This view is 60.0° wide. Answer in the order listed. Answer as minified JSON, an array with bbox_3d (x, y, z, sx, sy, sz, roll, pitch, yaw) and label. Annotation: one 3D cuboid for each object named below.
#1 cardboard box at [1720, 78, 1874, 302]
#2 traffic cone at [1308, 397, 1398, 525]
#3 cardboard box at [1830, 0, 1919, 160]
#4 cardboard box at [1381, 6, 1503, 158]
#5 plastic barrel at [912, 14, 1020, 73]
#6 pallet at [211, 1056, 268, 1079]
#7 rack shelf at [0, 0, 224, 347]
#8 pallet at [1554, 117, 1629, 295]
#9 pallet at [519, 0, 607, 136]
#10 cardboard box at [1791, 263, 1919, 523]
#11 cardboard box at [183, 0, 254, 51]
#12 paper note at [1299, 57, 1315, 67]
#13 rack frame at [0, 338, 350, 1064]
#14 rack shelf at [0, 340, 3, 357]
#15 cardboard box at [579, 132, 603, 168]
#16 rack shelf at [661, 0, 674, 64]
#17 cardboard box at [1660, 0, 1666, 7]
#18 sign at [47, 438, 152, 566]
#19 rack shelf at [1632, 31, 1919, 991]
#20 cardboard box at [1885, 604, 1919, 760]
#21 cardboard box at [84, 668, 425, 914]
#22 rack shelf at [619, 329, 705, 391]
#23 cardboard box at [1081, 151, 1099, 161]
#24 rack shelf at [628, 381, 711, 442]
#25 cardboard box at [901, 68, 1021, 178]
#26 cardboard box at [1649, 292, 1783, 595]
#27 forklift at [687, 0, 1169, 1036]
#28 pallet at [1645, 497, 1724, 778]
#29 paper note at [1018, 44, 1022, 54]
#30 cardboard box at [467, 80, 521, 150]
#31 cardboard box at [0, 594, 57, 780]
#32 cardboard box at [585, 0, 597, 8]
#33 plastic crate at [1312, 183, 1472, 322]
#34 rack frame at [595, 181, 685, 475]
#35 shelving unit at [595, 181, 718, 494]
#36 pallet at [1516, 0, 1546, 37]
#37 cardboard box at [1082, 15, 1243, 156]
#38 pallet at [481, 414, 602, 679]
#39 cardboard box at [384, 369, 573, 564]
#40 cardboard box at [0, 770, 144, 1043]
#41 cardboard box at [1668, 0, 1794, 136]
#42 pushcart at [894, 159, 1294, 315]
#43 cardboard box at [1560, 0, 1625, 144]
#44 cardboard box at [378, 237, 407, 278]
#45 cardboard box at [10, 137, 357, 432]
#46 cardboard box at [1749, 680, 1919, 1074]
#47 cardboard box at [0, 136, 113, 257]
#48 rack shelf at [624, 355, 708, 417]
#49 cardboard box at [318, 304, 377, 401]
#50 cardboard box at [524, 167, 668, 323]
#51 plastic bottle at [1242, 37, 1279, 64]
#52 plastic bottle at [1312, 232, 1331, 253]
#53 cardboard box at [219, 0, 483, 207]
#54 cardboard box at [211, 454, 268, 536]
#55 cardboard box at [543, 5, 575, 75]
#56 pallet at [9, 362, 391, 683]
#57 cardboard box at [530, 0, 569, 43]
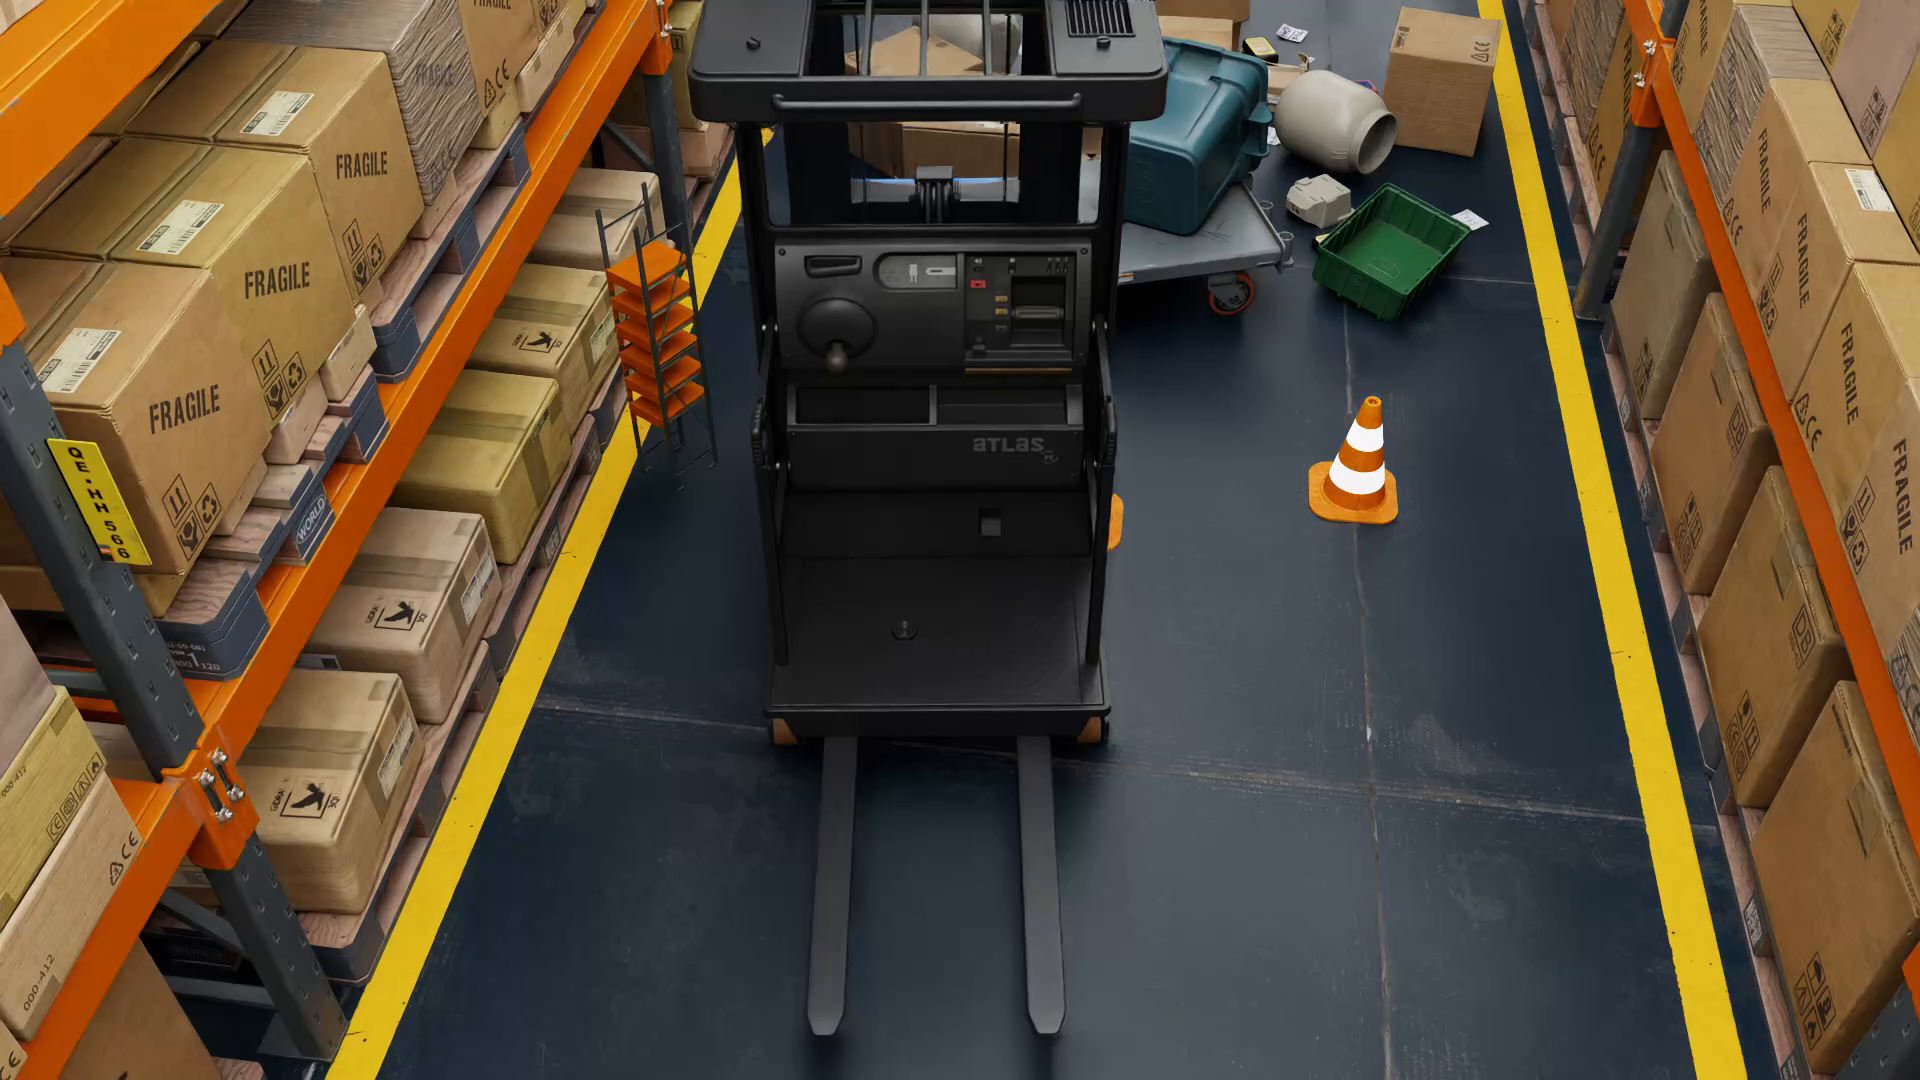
[{"bbox_3d":[2.722,-1.062,5.117,0.500,0.500,0.500,5,44,5],"label":"cardboard box"},{"bbox_3d":[1.519,-0.346,6.279,0.336,0.463,0.334,5,44,6],"label":"traffic cone"},{"bbox_3d":[3.000,-1.409,4.757,0.700,0.500,0.500,6,44,6],"label":"cardboard box"},{"bbox_3d":[2.381,-2.289,8.302,0.500,0.500,0.500,12,45,13],"label":"cardboard box"},{"bbox_3d":[0.029,-2.670,8.762,0.421,0.421,0.512,-32,52,-29],"label":"plastic barrel"},{"bbox_3d":[-2.435,1.844,4.149,1.003,0.211,1.213,5,44,6],"label":"pallet"},{"bbox_3d":[-1.992,-1.890,4.406,1.077,0.370,4.000,5,44,6],"label":"rack shelf"},{"bbox_3d":[3.371,-1.543,7.726,1.003,0.211,1.213,5,44,6],"label":"pallet"},{"bbox_3d":[-1.972,-1.848,6.159,1.003,0.211,1.213,5,44,6],"label":"pallet"},{"bbox_3d":[2.591,-0.366,4.382,0.500,0.500,0.500,5,44,5],"label":"cardboard box"},{"bbox_3d":[-2.275,-1.400,4.953,0.500,0.500,0.500,4,44,4],"label":"cardboard box"},{"bbox_3d":[1.872,-2.577,8.964,0.032,0.001,0.123,28,50,26],"label":"paper note"},{"bbox_3d":[-2.256,0.301,3.751,1.000,3.000,0.127,5,44,6],"label":"rack frame"},{"bbox_3d":[-2.520,0.836,1.527,1.077,0.370,4.000,5,44,6],"label":"rack shelf"},{"bbox_3d":[-1.916,-2.007,7.882,0.500,0.250,0.500,7,44,7],"label":"cardboard box"},{"bbox_3d":[-1.463,-3.527,8.316,1.077,0.370,4.000,5,44,6],"label":"rack shelf"},{"bbox_3d":[3.230,-2.351,6.442,0.875,0.550,0.550,5,44,6],"label":"cardboard box"},{"bbox_3d":[-1.705,-0.071,3.302,0.100,0.325,0.005,5,44,6],"label":"sign"},{"bbox_3d":[2.928,-0.420,5.035,1.077,0.370,4.000,5,44,6],"label":"rack shelf"},{"bbox_3d":[2.457,0.314,3.664,0.500,0.500,0.500,5,44,6],"label":"cardboard box"},{"bbox_3d":[-2.171,0.718,4.915,0.950,0.372,0.625,3,43,3],"label":"cardboard box"},{"bbox_3d":[-1.103,-0.686,6.166,0.180,0.103,0.258,28,50,26],"label":"rack shelf"},{"bbox_3d":[0.508,-1.793,7.950,0.258,0.266,0.396,-24,48,-23],"label":"cardboard box"},{"bbox_3d":[-1.103,-0.512,6.331,0.180,0.103,0.258,28,50,26],"label":"rack shelf"},{"bbox_3d":[0.041,-1.651,7.079,0.500,0.500,0.500,5,44,6],"label":"cardboard box"},{"bbox_3d":[3.068,-0.291,5.707,1.050,0.750,0.750,5,44,6],"label":"cardboard box"},{"bbox_3d":[-0.075,-0.602,4.754,1.130,2.935,3.031,0,43,0],"label":"forklift"},{"bbox_3d":[3.007,0.335,5.743,1.003,0.211,1.213,5,44,6],"label":"pallet"},{"bbox_3d":[0.389,-2.679,9.065,0.148,0.019,0.142,20,47,20],"label":"paper note"},{"bbox_3d":[-1.671,-1.417,5.442,0.380,0.149,0.250,5,44,5],"label":"cardboard box"},{"bbox_3d":[-2.065,0.278,2.975,0.500,0.500,0.500,4,44,4],"label":"cardboard box"},{"bbox_3d":[-1.522,-2.111,6.175,0.380,0.149,0.250,6,44,6],"label":"cardboard box"},{"bbox_3d":[1.917,-1.281,7.425,0.450,0.188,0.662,35,53,18],"label":"plastic crate"},{"bbox_3d":[-1.176,-0.757,6.176,0.006,1.200,0.240,28,50,26],"label":"rack frame"},{"bbox_3d":[-1.103,-0.718,6.136,0.189,1.200,0.258,28,50,26],"label":"shelving unit"},{"bbox_3d":[3.693,-3.206,9.482,1.003,0.211,1.213,5,44,6],"label":"pallet"},{"bbox_3d":[0.963,-2.229,8.139,0.797,0.637,0.503,5,44,6],"label":"cardboard box"},{"bbox_3d":[-1.988,-0.048,6.147,1.003,0.211,1.213,5,44,6],"label":"pallet"},{"bbox_3d":[-1.976,-0.301,5.993,0.950,0.372,0.625,7,44,7],"label":"cardboard box"},{"bbox_3d":[-2.066,0.724,3.413,0.500,0.250,0.500,4,44,4],"label":"cardboard box"},{"bbox_3d":[2.856,-1.746,5.840,0.500,0.500,0.500,6,44,6],"label":"cardboard box"},{"bbox_3d":[0.539,-1.300,7.348,1.648,0.377,0.936,-9,44,-9],"label":"pushcart"},{"bbox_3d":[3.461,-2.462,7.908,0.875,0.875,0.875,6,44,6],"label":"cardboard box"},{"bbox_3d":[-1.866,-0.890,4.885,0.380,0.149,0.250,7,44,7],"label":"cardboard box"},{"bbox_3d":[-1.905,-0.637,4.147,0.500,0.500,0.500,7,44,8],"label":"cardboard box"},{"bbox_3d":[2.834,0.940,4.407,1.050,0.750,0.750,5,44,5],"label":"cardboard box"},{"bbox_3d":[-2.414,-0.684,4.197,0.500,0.500,0.500,5,44,5],"label":"cardboard box"},{"bbox_3d":[-1.103,-0.599,6.249,0.180,0.103,0.258,28,50,26],"label":"rack shelf"},{"bbox_3d":[-1.819,-0.522,4.497,0.380,0.149,0.250,5,44,6],"label":"cardboard box"},{"bbox_3d":[-1.794,-1.266,7.011,0.950,0.372,0.625,6,44,6],"label":"cardboard box"},{"bbox_3d":[1.634,-2.622,8.975,0.133,0.061,0.283,-9,44,-9],"label":"plastic bottle"},{"bbox_3d":[1.733,-1.303,7.581,0.133,0.061,0.283,-16,46,-16],"label":"plastic bottle"},{"bbox_3d":[-1.768,-1.340,4.889,0.500,0.500,0.500,4,44,4],"label":"cardboard box"},{"bbox_3d":[-1.958,-0.155,4.109,0.380,0.149,0.250,3,44,3],"label":"cardboard box"},{"bbox_3d":[-1.573,-1.754,5.798,0.380,0.149,0.250,5,44,5],"label":"cardboard box"},{"bbox_3d":[-2.267,-0.125,4.340,1.213,0.211,1.003,5,44,6],"label":"pallet"},{"bbox_3d":[-1.625,-2.048,5.637,0.500,0.500,0.500,5,44,6],"label":"cardboard box"}]
